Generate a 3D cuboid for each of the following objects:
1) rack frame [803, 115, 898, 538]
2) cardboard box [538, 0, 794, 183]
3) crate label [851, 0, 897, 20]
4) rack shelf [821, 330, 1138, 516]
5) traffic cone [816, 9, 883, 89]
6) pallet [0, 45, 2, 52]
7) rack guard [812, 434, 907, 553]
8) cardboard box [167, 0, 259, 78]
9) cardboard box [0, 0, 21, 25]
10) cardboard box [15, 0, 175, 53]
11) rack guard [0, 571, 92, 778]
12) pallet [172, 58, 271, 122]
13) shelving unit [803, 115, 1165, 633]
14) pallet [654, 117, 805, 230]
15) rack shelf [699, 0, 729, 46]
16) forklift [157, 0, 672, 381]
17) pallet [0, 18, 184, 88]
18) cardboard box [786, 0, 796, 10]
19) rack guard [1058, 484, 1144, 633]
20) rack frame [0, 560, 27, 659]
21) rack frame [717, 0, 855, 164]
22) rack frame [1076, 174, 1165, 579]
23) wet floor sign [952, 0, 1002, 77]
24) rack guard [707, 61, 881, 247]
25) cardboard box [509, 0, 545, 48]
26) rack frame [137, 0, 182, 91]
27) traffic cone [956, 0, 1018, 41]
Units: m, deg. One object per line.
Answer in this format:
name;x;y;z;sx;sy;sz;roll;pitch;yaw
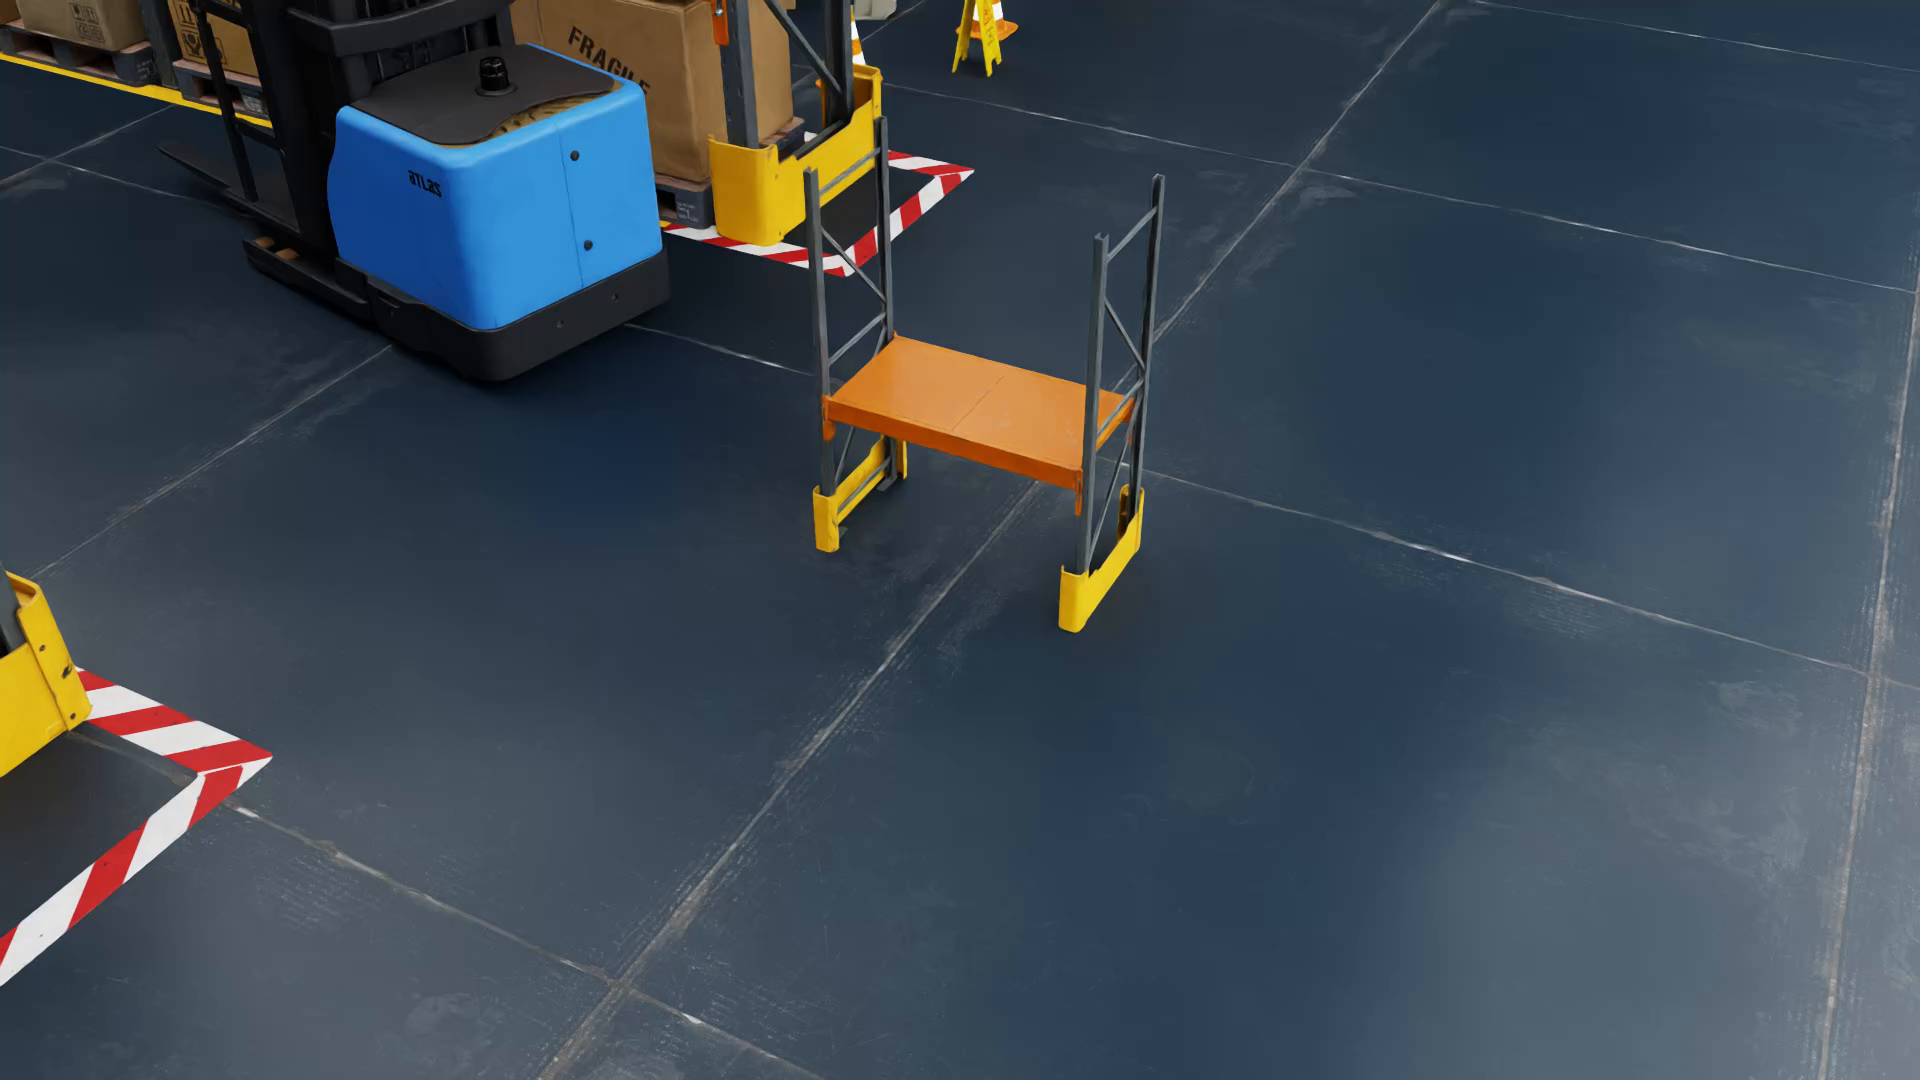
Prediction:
rack frame;-0.376;-0.715;5.952;0.032;1.500;0.500;17;41;21
cardboard box;-1.467;-2.460;8.420;0.875;0.875;0.875;18;41;22
crate label;-0.558;-3.453;10.686;0.298;0.136;0.250;-2;37;-2
rack shelf;0.076;-0.430;5.874;1.000;0.185;0.538;17;41;21
traffic cone;-0.653;-2.886;9.669;0.334;0.463;0.336;17;41;21
pallet;-6.194;-3.500;10.687;1.213;0.211;1.003;17;41;21
rack guard;-0.375;-0.217;6.329;0.087;0.250;0.587;17;41;21
cardboard box;-3.860;-3.207;9.404;0.875;0.875;0.875;18;41;22
cardboard box;-5.834;-3.764;10.241;0.750;0.750;1.050;17;41;21
cardboard box;-4.979;-3.494;9.885;0.750;0.750;1.050;17;40;21
rack guard;-3.273;0.623;5.015;0.348;0.500;1.175;17;41;21
pallet;-3.747;-2.734;9.677;1.213;0.211;1.003;17;41;21
shelving unit;0.068;-0.576;5.769;1.083;1.500;0.587;17;41;21
pallet;-1.580;-2.056;8.784;1.213;0.211;1.003;17;41;21
rack shelf;-2.610;-3.256;8.653;4.000;0.370;1.077;17;41;21
forklift;-2.769;-2.587;7.234;3.031;2.935;1.130;27;45;31
pallet;-5.106;-3.162;10.241;1.213;0.211;1.003;17;41;21
cardboard box;-1.372;-3.807;10.849;0.637;0.503;0.797;-8;38;-10
rack guard;0.510;0.060;5.964;0.087;0.250;0.587;17;41;21
rack frame;-3.205;-0.351;4.232;0.127;3.000;1.000;17;41;21
rack frame;-0.834;-2.986;7.703;0.127;3.000;1.000;17;41;21
rack frame;0.527;-0.432;5.579;0.032;1.500;0.500;17;41;21
wet floor sign;0.102;-3.103;9.805;0.232;0.644;0.267;11;38;14
rack guard;-0.813;-1.984;8.450;0.348;0.500;1.175;17;41;21
cardboard box;-2.249;-2.704;8.741;0.875;0.875;0.875;17;40;21
rack frame;-4.386;-4.098;9.168;0.127;3.000;1.000;17;41;21
traffic cone;0.169;-3.398;10.344;0.334;0.463;0.336;17;41;21
